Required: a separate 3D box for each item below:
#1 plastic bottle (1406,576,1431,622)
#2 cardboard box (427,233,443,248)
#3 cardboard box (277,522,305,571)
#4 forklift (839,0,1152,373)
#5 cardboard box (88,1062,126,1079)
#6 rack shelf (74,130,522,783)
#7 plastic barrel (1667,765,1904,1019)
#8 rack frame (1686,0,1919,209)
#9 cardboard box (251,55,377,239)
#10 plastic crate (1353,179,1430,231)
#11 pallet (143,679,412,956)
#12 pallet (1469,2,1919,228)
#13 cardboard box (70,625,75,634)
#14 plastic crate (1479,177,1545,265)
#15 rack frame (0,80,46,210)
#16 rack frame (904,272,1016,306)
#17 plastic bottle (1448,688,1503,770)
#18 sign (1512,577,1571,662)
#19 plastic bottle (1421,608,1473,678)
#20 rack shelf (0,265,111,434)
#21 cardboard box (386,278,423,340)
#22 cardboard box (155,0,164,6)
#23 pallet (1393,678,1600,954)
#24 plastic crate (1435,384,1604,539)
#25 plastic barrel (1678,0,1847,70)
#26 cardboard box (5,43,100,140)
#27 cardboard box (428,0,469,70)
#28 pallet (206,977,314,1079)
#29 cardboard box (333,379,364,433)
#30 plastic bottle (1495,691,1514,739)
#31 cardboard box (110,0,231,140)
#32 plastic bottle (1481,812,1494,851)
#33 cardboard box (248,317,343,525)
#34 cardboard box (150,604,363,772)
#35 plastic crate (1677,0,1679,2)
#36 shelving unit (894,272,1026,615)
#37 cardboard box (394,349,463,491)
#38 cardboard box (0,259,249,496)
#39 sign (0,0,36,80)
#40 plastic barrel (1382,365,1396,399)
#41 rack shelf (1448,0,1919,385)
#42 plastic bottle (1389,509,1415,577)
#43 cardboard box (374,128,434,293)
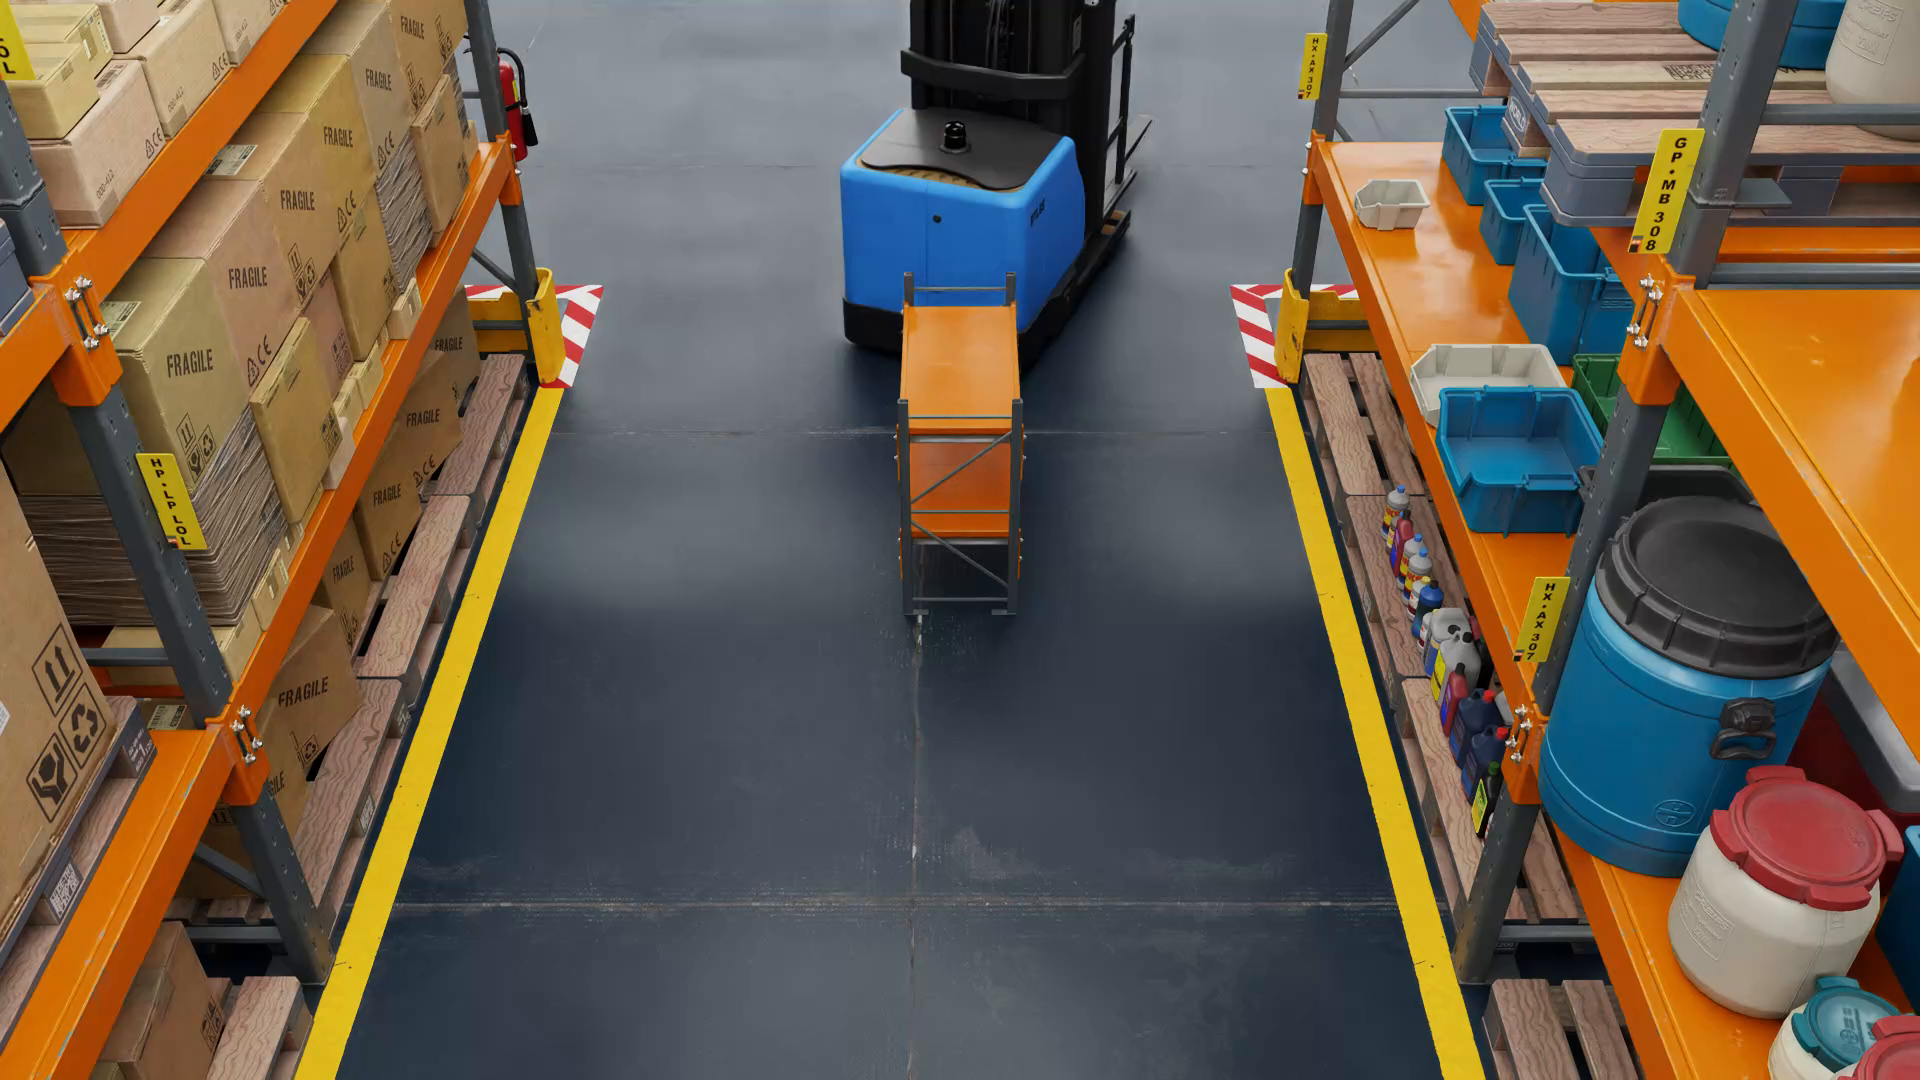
[{"bbox_3d":[1.927,0.240,6.938,0.097,0.201,0.097,0,39,0],"label":"plastic bottle"},{"bbox_3d":[-2.474,-1.404,7.305,0.380,0.149,0.250,0,39,0],"label":"cardboard box"},{"bbox_3d":[-2.427,0.003,5.549,0.380,0.149,0.250,0,39,0],"label":"cardboard box"},{"bbox_3d":[0.383,-2.933,9.066,1.130,2.935,3.031,14,41,17],"label":"forklift"},{"bbox_3d":[-2.751,1.838,4.705,0.700,0.500,0.500,0,39,0],"label":"cardboard box"},{"bbox_3d":[-2.715,-0.618,6.698,1.077,0.370,4.000,0,39,0],"label":"rack shelf"},{"bbox_3d":[2.022,0.894,4.127,0.433,0.535,0.433,0,39,0],"label":"plastic barrel"},{"bbox_3d":[2.241,-1.993,3.041,1.000,3.000,0.127,0,39,0],"label":"rack frame"},{"bbox_3d":[-2.472,-1.413,5.997,0.500,0.500,0.500,0,39,0],"label":"cardboard box"},{"bbox_3d":[1.915,-1.490,7.422,0.298,0.136,0.250,0,39,0],"label":"plastic crate"},{"bbox_3d":[-2.748,1.020,6.308,1.003,0.211,1.213,0,39,0],"label":"pallet"},{"bbox_3d":[2.142,-1.200,4.601,1.213,0.211,1.003,0,39,0],"label":"pallet"},{"bbox_3d":[-3.007,0.316,5.158,0.380,0.149,0.250,0,39,0],"label":"cardboard box"},{"bbox_3d":[2.531,-1.376,7.188,0.499,0.251,0.408,0,39,0],"label":"plastic crate"},{"bbox_3d":[-2.712,-1.989,3.036,1.000,3.000,0.127,0,39,0],"label":"rack frame"},{"bbox_3d":[-0.001,-0.753,7.790,0.500,1.125,0.032,0,39,0],"label":"rack frame"},{"bbox_3d":[1.951,0.688,6.260,0.144,0.351,0.185,-2,39,-2],"label":"plastic bottle"},{"bbox_3d":[1.690,0.234,4.838,0.100,0.325,0.005,0,39,0],"label":"sign"},{"bbox_3d":[1.955,0.413,6.662,0.152,0.276,0.135,1,39,1],"label":"plastic bottle"},{"bbox_3d":[-2.710,0.713,2.639,1.077,0.370,4.000,0,39,0],"label":"rack shelf"},{"bbox_3d":[-2.403,-0.935,6.720,0.380,0.149,0.250,0,39,0],"label":"cardboard box"},{"bbox_3d":[-2.495,-1.609,4.762,0.380,0.149,0.250,1,39,1],"label":"cardboard box"},{"bbox_3d":[2.282,1.016,6.313,1.003,0.211,1.213,0,39,0],"label":"pallet"},{"bbox_3d":[1.968,-0.286,5.827,0.499,0.251,0.616,0,39,0],"label":"plastic crate"},{"bbox_3d":[2.347,-1.804,4.467,0.600,0.901,0.708,0,39,0],"label":"plastic barrel"},{"bbox_3d":[-2.405,-1.119,4.150,0.380,0.149,0.250,-1,39,-1],"label":"cardboard box"},{"bbox_3d":[-2.469,-2.351,7.168,0.500,0.500,0.500,0,39,0],"label":"cardboard box"},{"bbox_3d":[-2.710,1.927,5.177,1.003,0.211,1.213,0,39,0],"label":"pallet"},{"bbox_3d":[-2.438,-0.466,6.134,0.380,0.149,0.250,0,39,0],"label":"cardboard box"},{"bbox_3d":[2.100,0.701,6.303,0.152,0.276,0.135,0,39,0],"label":"plastic bottle"},{"bbox_3d":[-2.462,-1.373,4.785,0.500,0.250,0.500,0,39,0],"label":"cardboard box"},{"bbox_3d":[1.929,1.042,5.937,0.097,0.201,0.097,0,39,0],"label":"plastic bottle"},{"bbox_3d":[-2.616,-0.397,5.529,0.875,0.500,0.500,0,39,0],"label":"cardboard box"},{"bbox_3d":[-2.681,0.555,6.322,0.500,0.500,0.500,12,40,14],"label":"cardboard box"},{"bbox_3d":[2.511,-1.726,5.276,0.336,0.188,0.450,0,39,0],"label":"plastic crate"},{"bbox_3d":[0.000,-0.435,7.393,0.538,1.125,1.048,0,39,0],"label":"shelving unit"},{"bbox_3d":[-2.698,-0.574,7.730,0.500,0.500,0.500,10,40,12],"label":"cardboard box"},{"bbox_3d":[-2.459,-0.475,4.827,0.500,0.500,0.500,0,39,0],"label":"cardboard box"},{"bbox_3d":[-2.157,-1.177,3.693,0.100,0.325,0.005,0,39,0],"label":"sign"},{"bbox_3d":[2.313,-0.935,8.171,0.421,0.512,0.421,0,39,0],"label":"plastic barrel"},{"bbox_3d":[2.238,-1.792,5.764,1.077,0.370,4.000,0,39,0],"label":"rack shelf"},{"bbox_3d":[1.908,0.011,7.158,0.061,0.283,0.133,1,39,1],"label":"plastic bottle"},{"bbox_3d":[-2.666,-1.335,6.700,0.875,0.500,0.500,0,39,0],"label":"cardboard box"}]
